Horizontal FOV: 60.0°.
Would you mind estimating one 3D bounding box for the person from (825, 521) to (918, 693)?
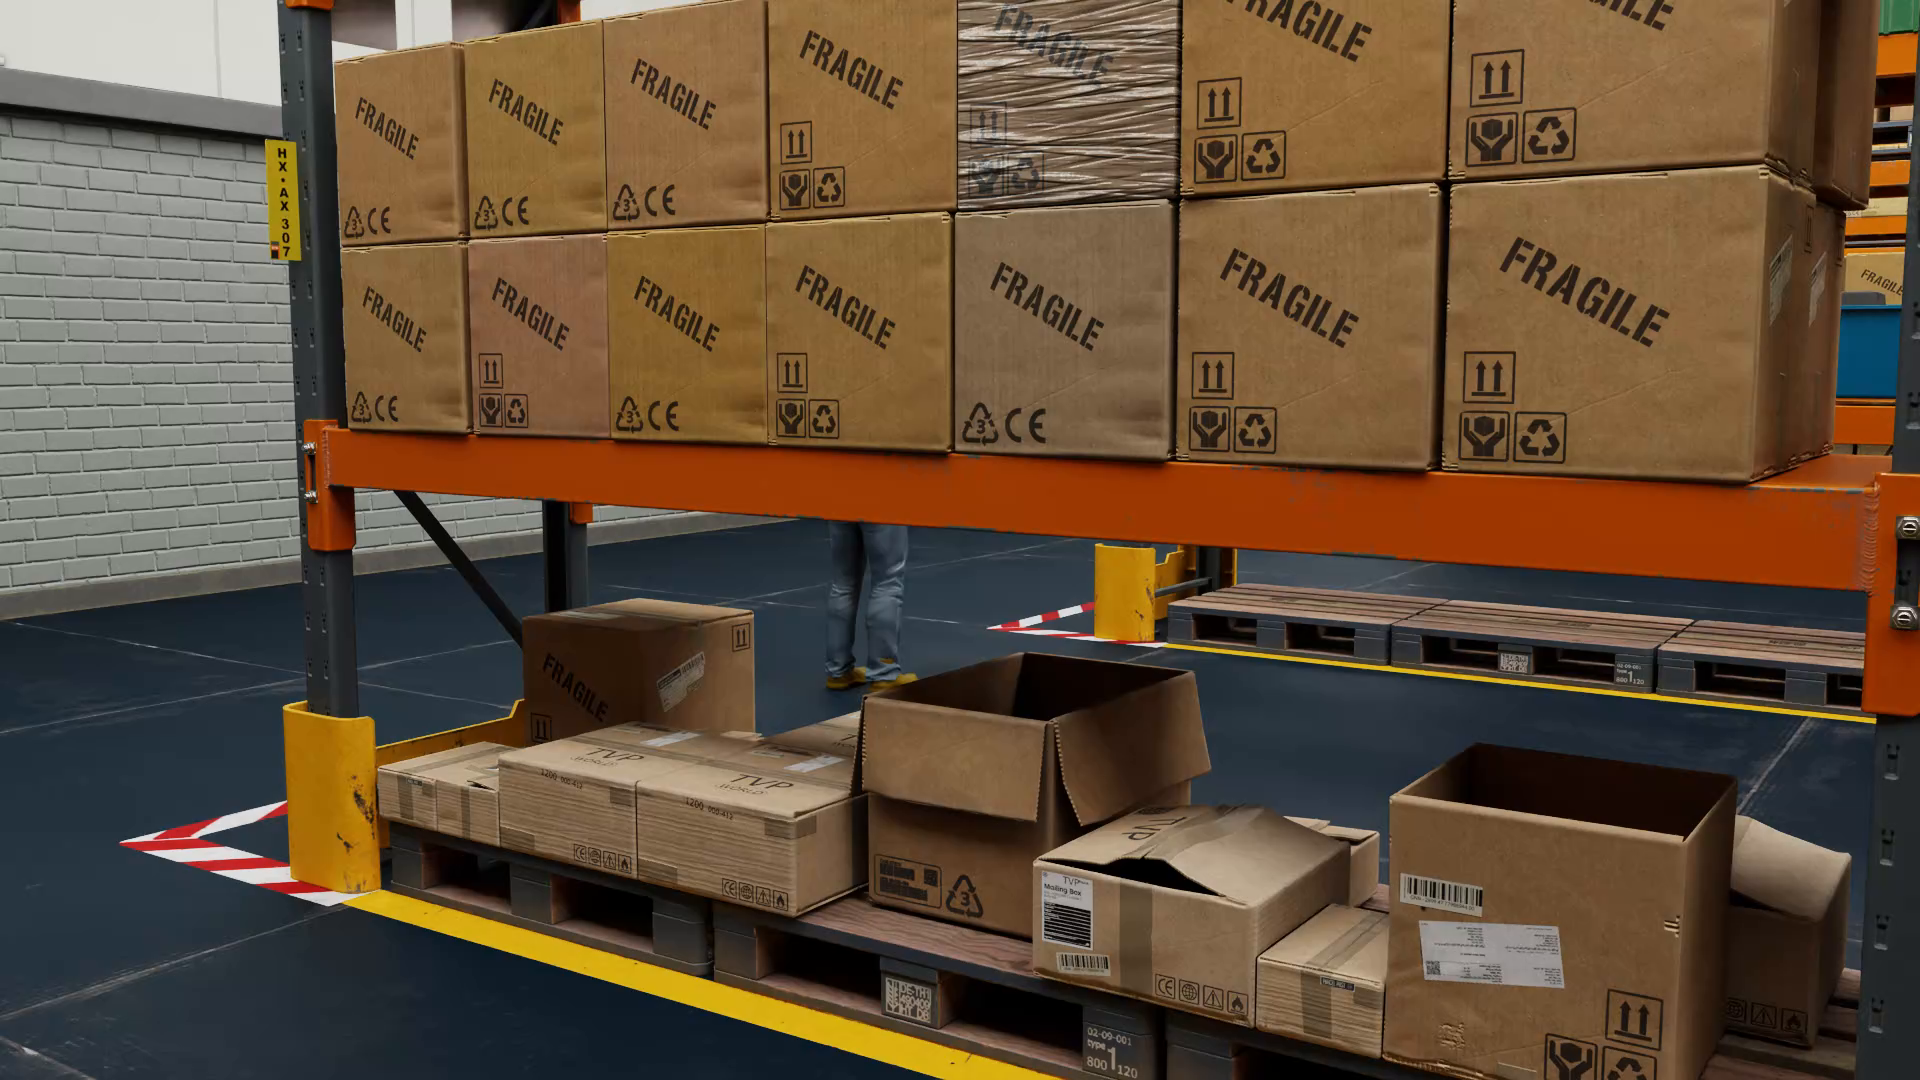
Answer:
[{"bbox_3d":[6.503,0.159,4.244,15.637,1.761,2.928,4,8,34],"label":"person"}]
